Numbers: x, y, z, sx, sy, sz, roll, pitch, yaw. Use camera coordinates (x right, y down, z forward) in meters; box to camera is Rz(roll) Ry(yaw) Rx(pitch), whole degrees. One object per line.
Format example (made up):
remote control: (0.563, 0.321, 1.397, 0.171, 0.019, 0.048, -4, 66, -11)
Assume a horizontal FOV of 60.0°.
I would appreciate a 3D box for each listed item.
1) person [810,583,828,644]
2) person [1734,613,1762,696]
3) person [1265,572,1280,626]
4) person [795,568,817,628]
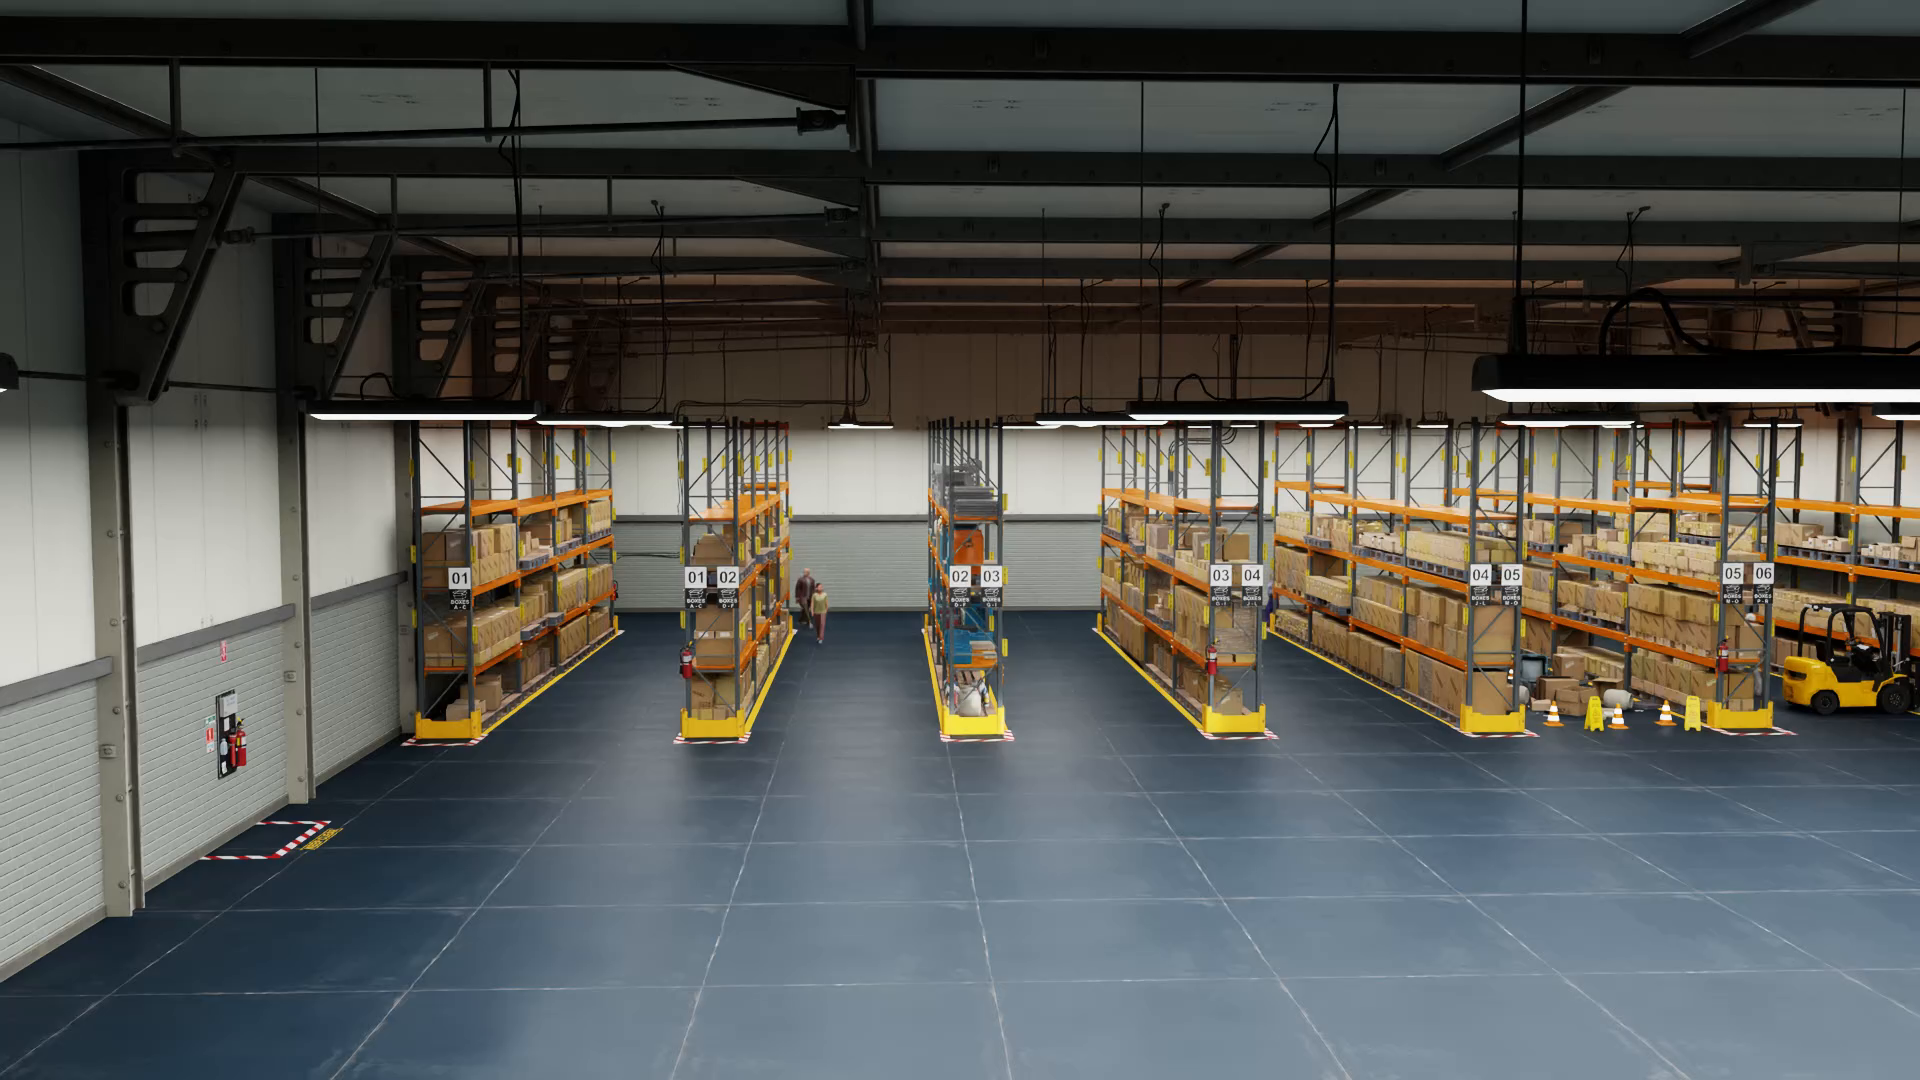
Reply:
person: (-3.810, 1.966, 44.907, 0.451, 1.603, 1.060, 0, 4, 1)
person: (17.132, 2.481, 36.172, 0.627, 1.780, 0.751, 0, 4, -8)
person: (9.251, 1.721, 48.862, 0.900, 1.607, 0.464, 0, 4, 0)
person: (-4.461, 1.675, 48.403, 0.611, 1.706, 1.173, -3, 5, -36)
